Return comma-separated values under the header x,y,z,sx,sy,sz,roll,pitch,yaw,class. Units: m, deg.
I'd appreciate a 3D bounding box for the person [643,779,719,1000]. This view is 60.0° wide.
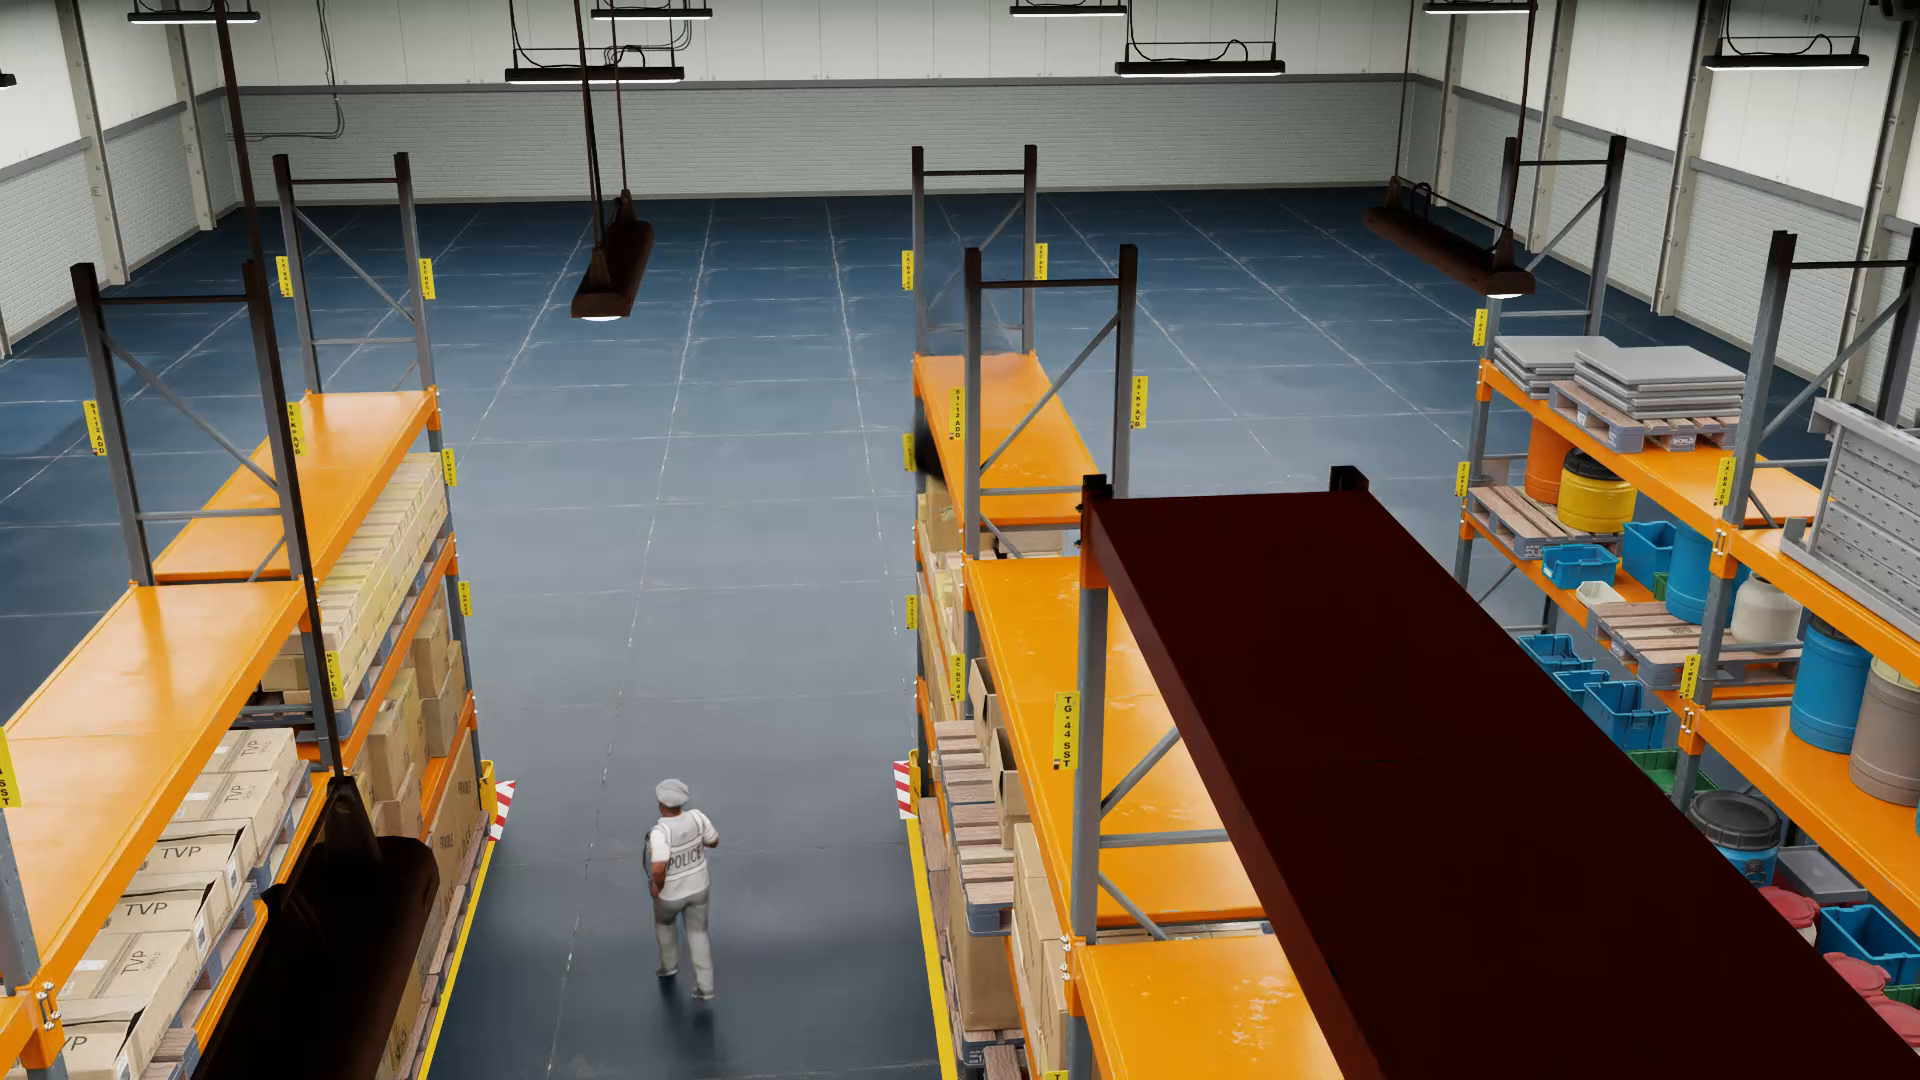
x,y,z,sx,sy,sz,roll,pitch,yaw,class
-2.074,2.658,12.551,0.631,1.847,0.830,-12,25,-28,person
